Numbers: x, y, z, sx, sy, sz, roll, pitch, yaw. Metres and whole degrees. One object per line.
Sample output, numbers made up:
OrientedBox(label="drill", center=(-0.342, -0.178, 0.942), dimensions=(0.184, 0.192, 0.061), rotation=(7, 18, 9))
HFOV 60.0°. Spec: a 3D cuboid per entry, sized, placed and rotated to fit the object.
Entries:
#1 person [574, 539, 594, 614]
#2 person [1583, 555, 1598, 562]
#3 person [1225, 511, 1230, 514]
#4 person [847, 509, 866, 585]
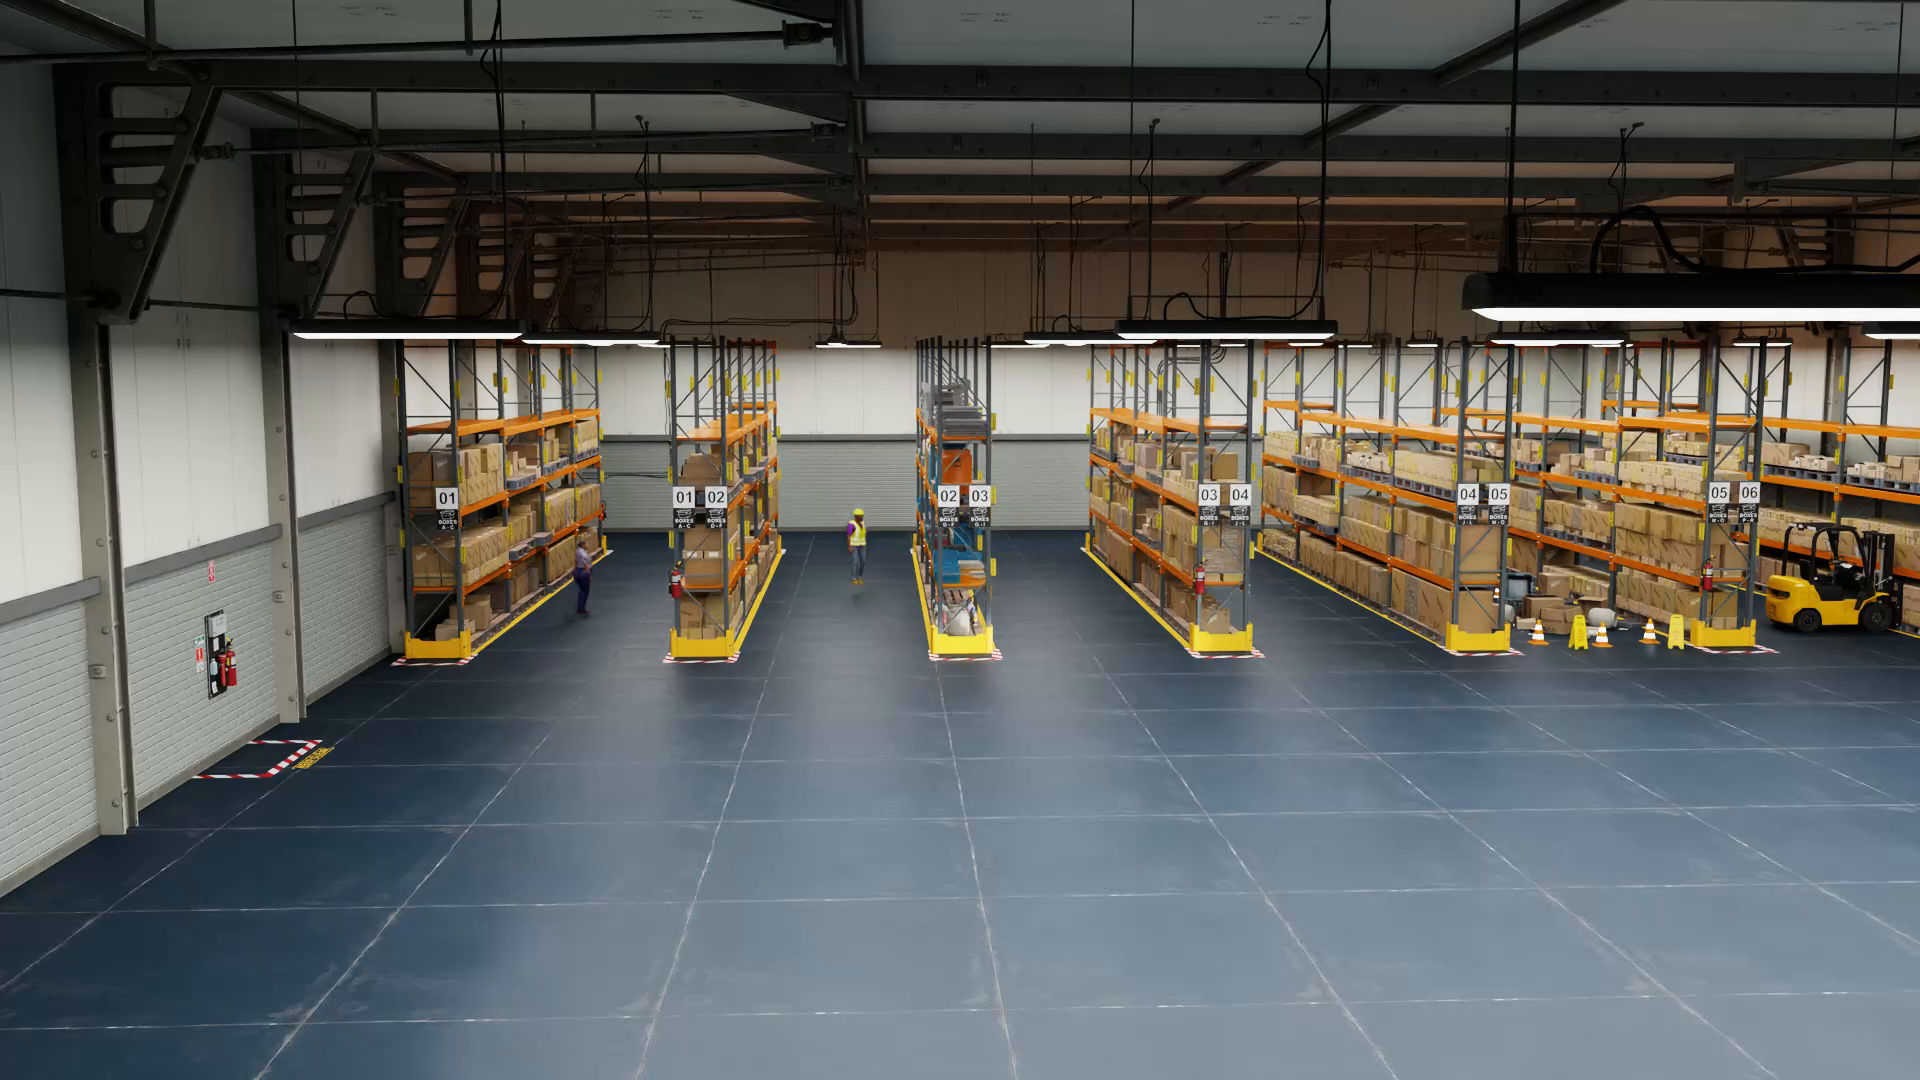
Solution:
OrientedBox(label="person", center=(-8.189, 0.815, 36.234), dimensions=(0.503, 1.656, 0.466), rotation=(4, 8, 34))
OrientedBox(label="person", center=(17.260, -0.196, 45.341), dimensions=(0.450, 1.697, 0.517), rotation=(3, 7, 25))
OrientedBox(label="person", center=(7.902, -0.681, 48.788), dimensions=(0.869, 1.758, 0.726), rotation=(-1, 7, -11))
OrientedBox(label="person", center=(-2.426, 0.172, 38.855), dimensions=(0.615, 1.819, 0.531), rotation=(-4, 8, -33))
